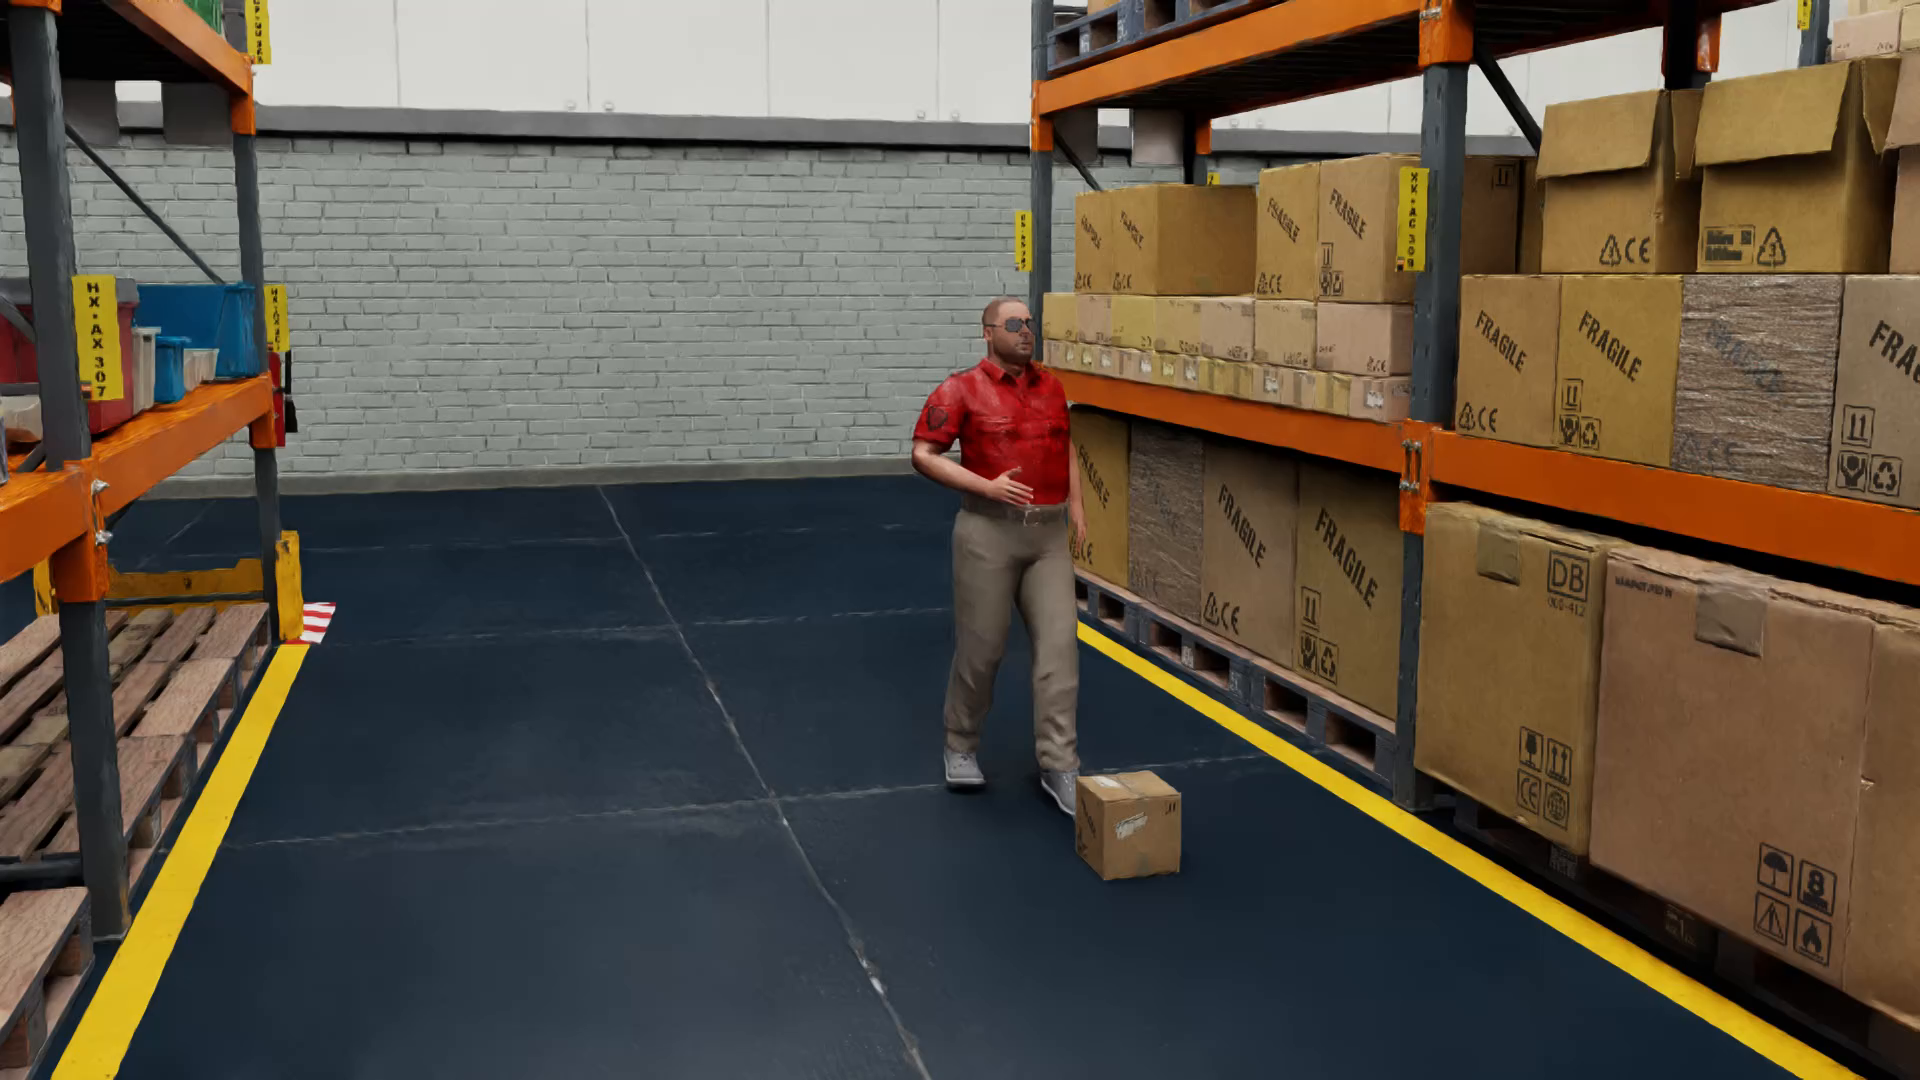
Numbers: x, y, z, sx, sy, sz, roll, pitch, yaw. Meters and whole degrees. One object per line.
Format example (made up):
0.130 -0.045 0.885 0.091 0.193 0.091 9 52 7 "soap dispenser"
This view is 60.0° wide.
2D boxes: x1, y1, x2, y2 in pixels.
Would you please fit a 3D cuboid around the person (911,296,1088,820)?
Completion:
0.231 0.039 5.691 0.710 1.726 0.750 -5 10 -27 "person"
